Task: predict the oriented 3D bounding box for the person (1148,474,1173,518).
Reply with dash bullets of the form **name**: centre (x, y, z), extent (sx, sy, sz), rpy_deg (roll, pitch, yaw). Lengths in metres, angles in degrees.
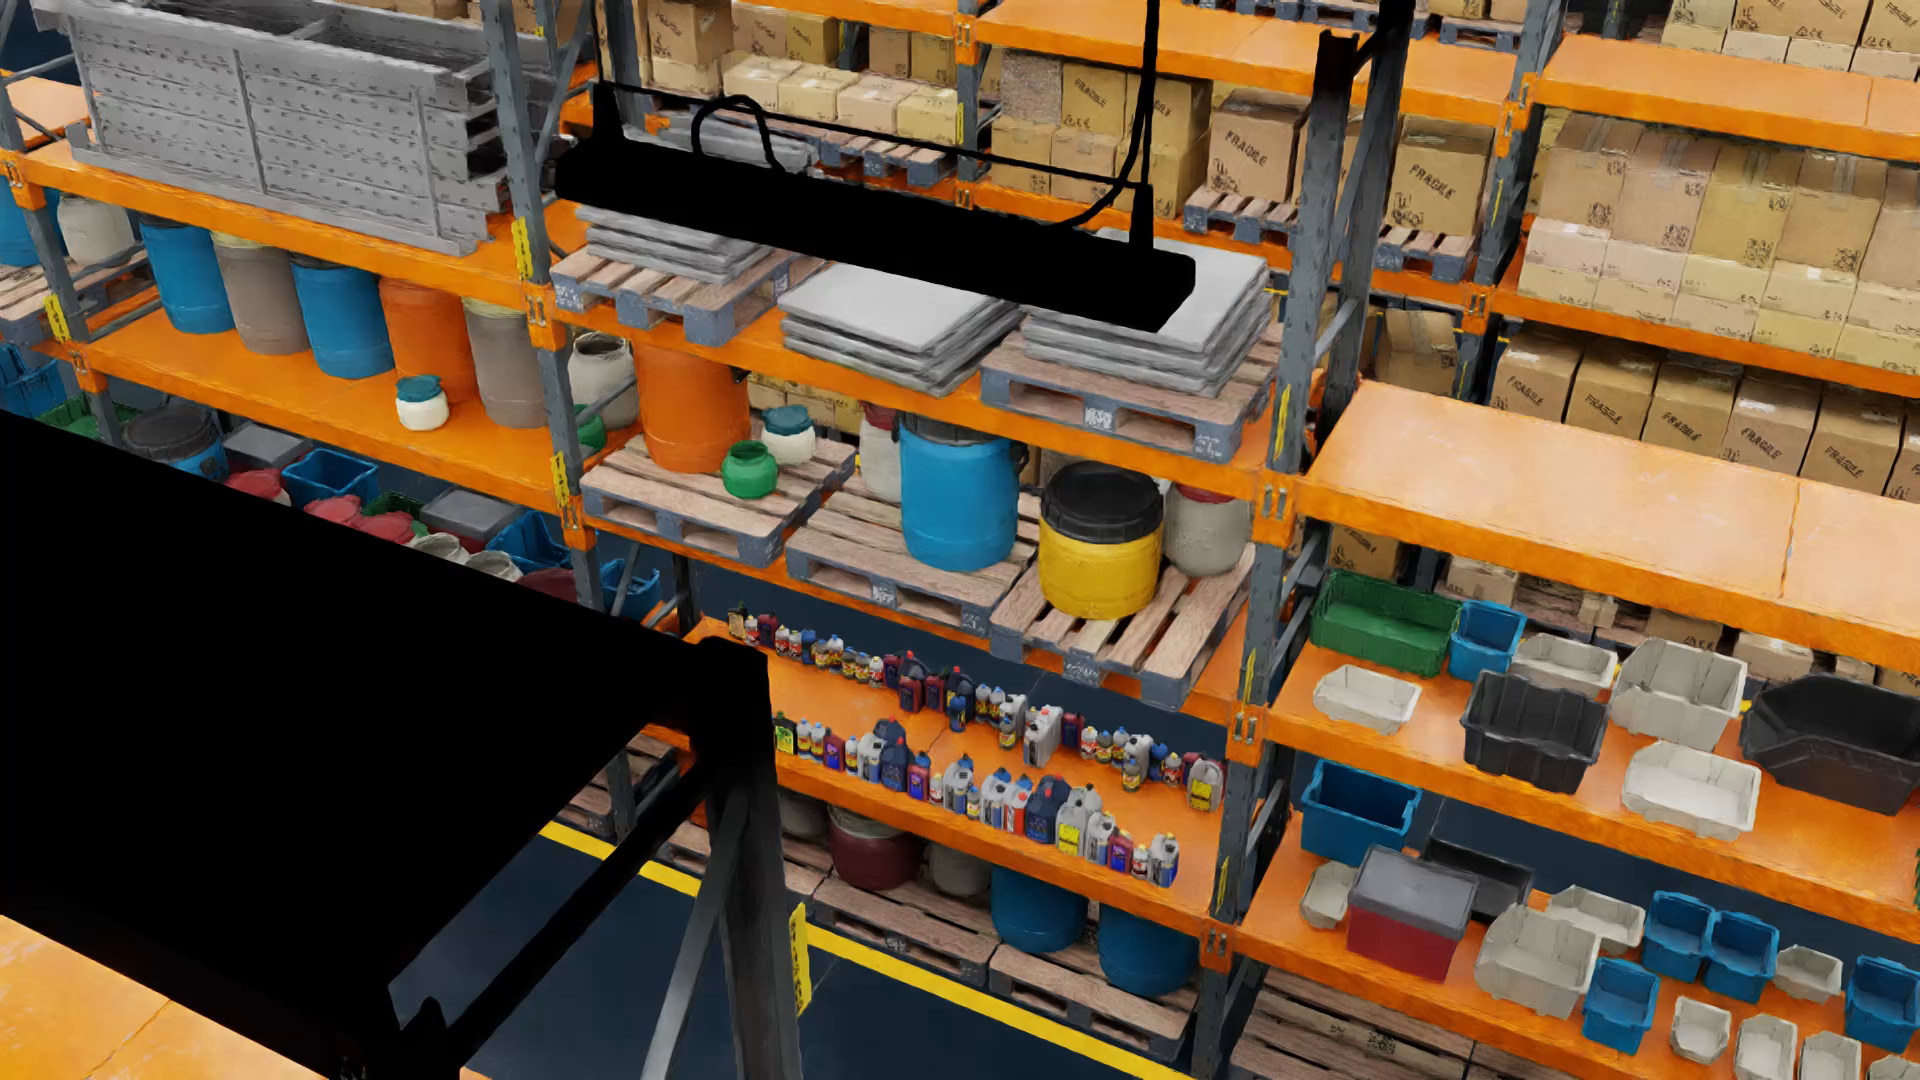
- **person**: centre (1.430, -0.099, 12.427), extent (0.606, 1.792, 0.442), rpy_deg (-2, 35, -3)
